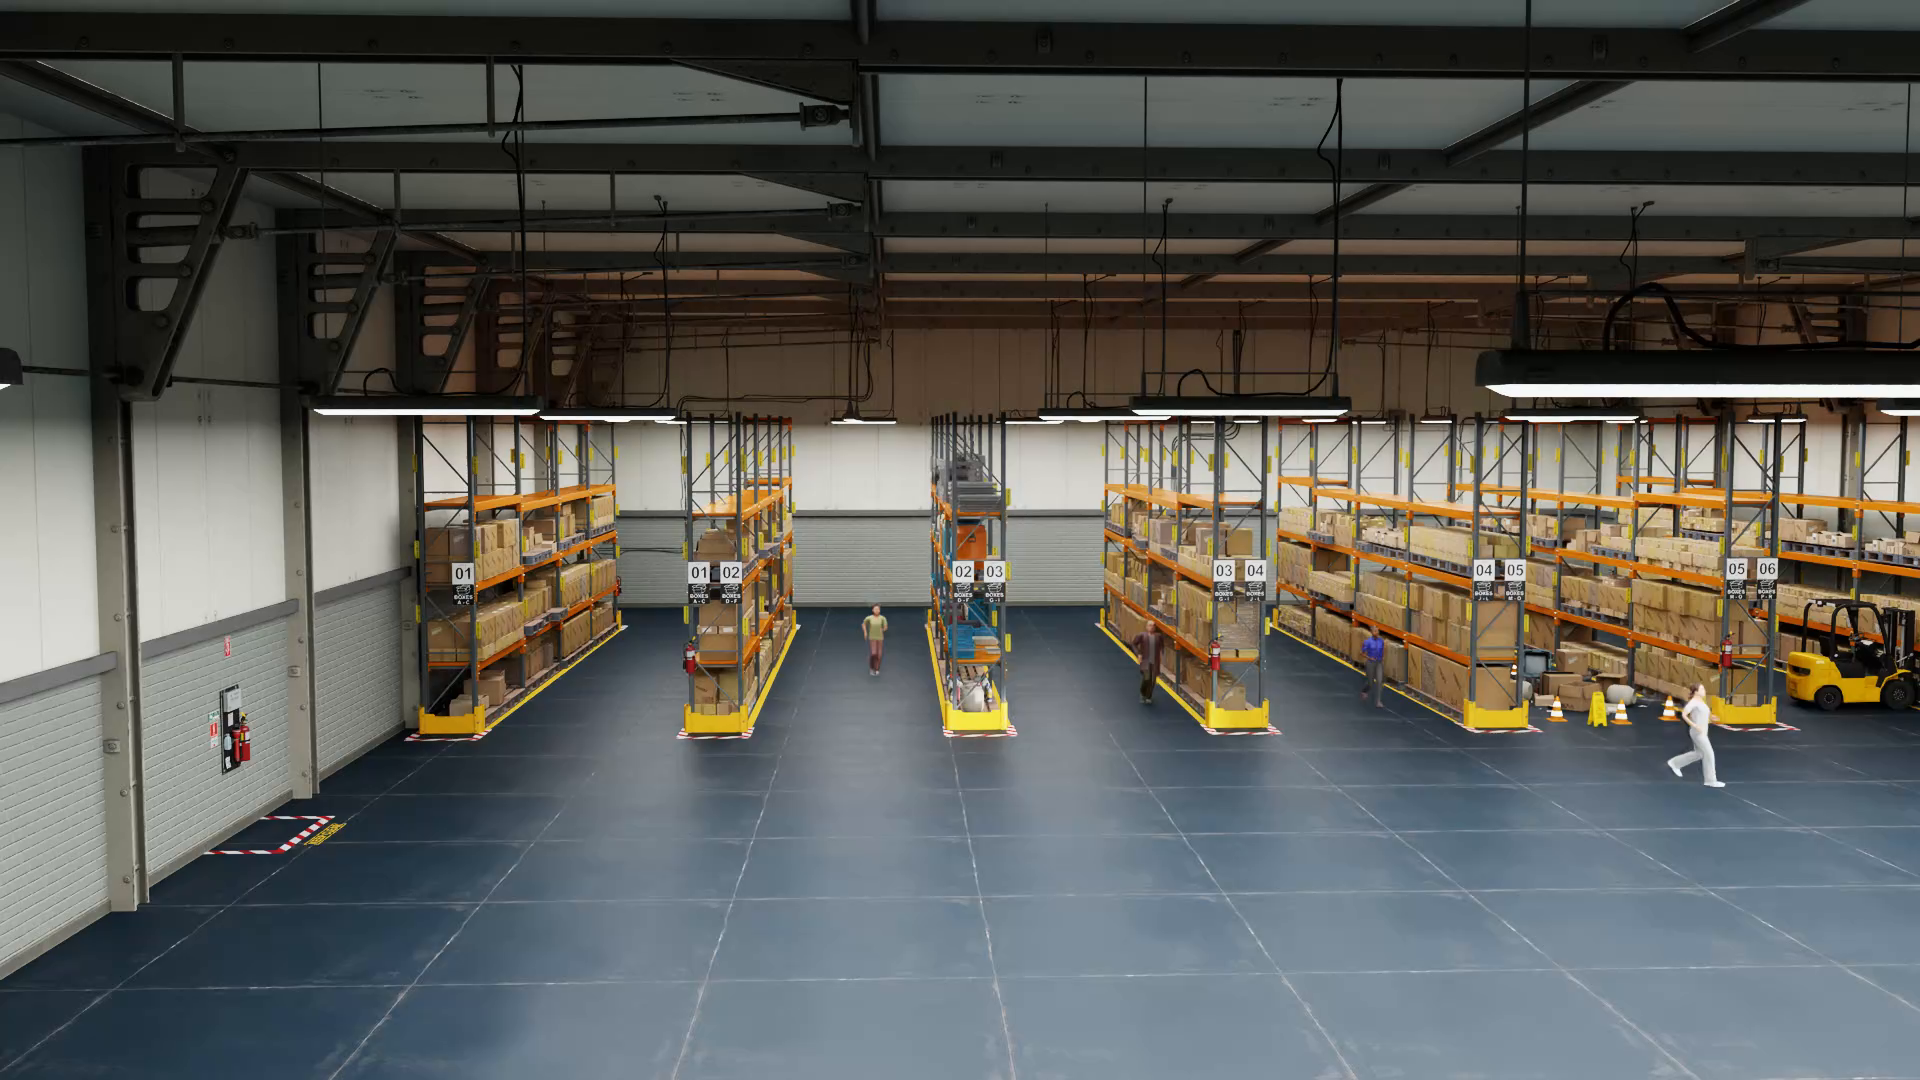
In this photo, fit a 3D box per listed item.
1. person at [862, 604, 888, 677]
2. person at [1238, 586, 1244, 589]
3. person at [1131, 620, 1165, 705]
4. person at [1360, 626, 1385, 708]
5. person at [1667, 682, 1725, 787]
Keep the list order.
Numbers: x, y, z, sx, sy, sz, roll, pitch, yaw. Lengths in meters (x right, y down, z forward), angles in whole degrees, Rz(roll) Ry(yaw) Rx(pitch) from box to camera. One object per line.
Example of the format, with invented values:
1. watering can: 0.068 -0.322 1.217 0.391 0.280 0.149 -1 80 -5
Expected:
1. person: -1.919 2.297 38.042 0.549 1.659 0.656 -1 4 -14
2. person: 7.762 1.647 47.785 0.833 1.665 0.680 2 4 21
3. person: 3.897 2.523 34.104 0.680 1.751 0.696 -1 4 -10
4. person: 8.485 2.571 34.071 0.590 1.633 0.847 -1 4 -10
5. person: 11.755 3.084 26.537 0.896 1.643 0.576 3 5 37
